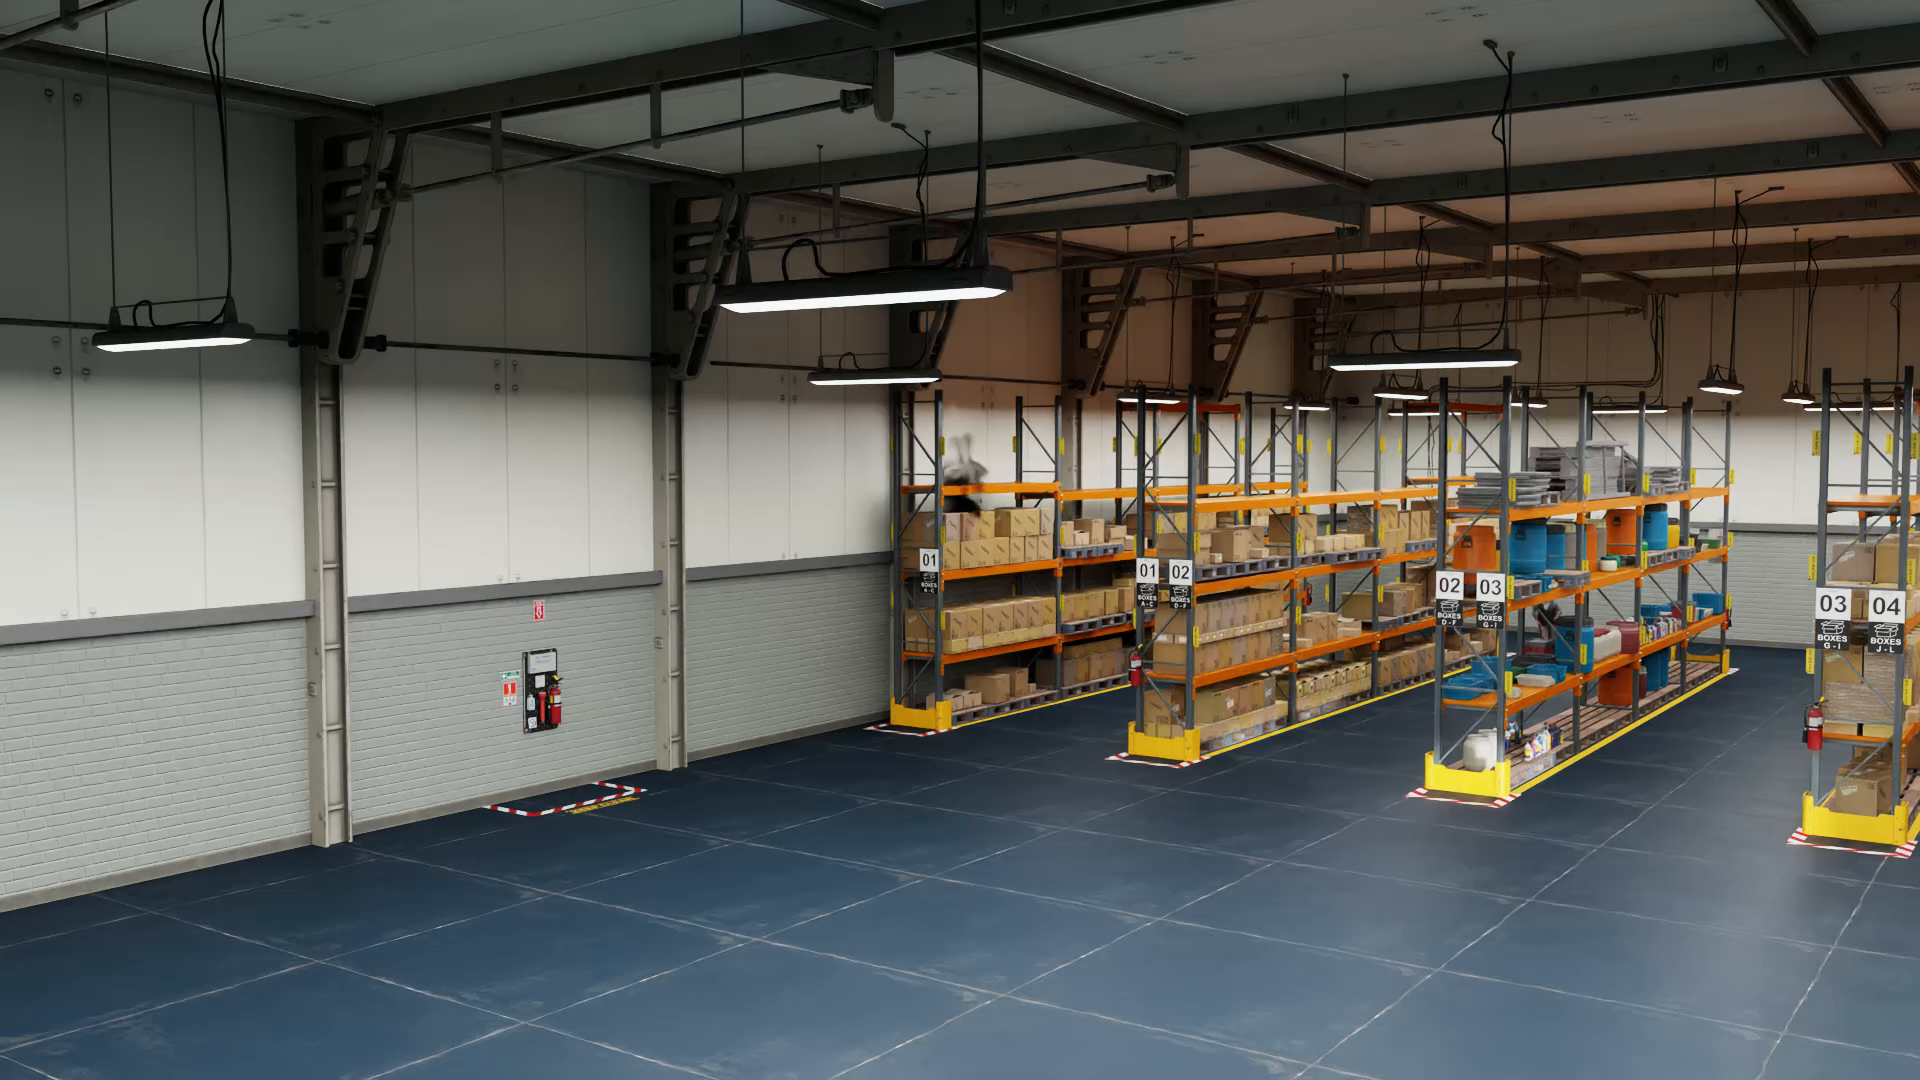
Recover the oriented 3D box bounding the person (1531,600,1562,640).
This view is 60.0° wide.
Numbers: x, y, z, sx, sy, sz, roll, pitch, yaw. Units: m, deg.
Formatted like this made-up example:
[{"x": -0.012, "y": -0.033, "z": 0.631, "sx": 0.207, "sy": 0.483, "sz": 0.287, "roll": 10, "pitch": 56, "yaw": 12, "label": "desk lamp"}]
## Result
[{"x": 13.607, "y": 1.999, "z": 38.571, "sx": 0.676, "sy": 1.702, "sz": 0.740, "roll": 1, "pitch": 3, "yaw": 18, "label": "person"}]
